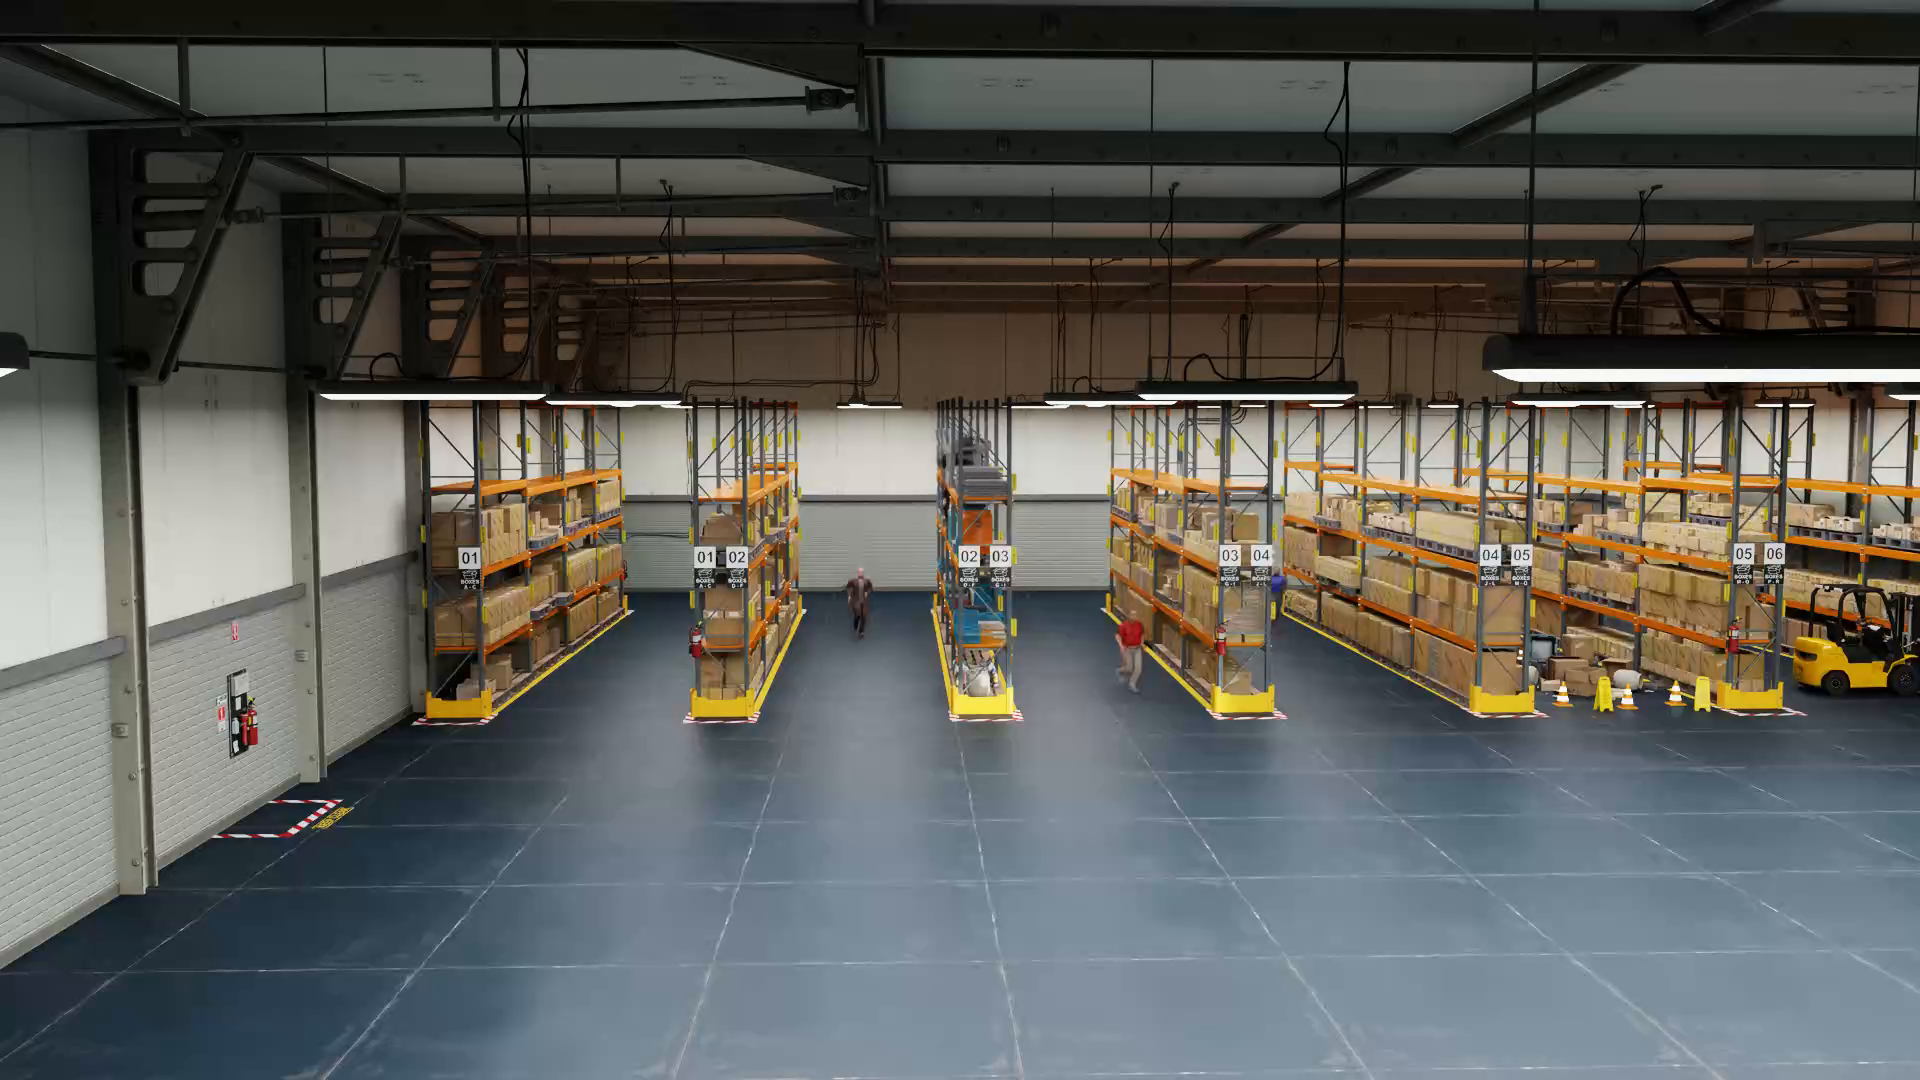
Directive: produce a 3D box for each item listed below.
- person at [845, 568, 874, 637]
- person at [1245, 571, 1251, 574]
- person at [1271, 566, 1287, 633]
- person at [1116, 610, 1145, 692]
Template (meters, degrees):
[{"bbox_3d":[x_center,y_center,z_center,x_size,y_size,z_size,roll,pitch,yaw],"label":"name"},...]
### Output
[{"bbox_3d":[-2.515,1.590,42.064,0.694,1.749,0.712,-1,5,-15],"label":"person"},{"bbox_3d":[8.035,1.254,46.446,0.706,1.777,0.867,1,4,9],"label":"person"},{"bbox_3d":[8.266,1.530,43.493,0.554,1.703,0.796,-1,4,-7],"label":"person"},{"bbox_3d":[3.491,2.249,34.089,0.650,1.680,0.652,-1,5,-17],"label":"person"}]
